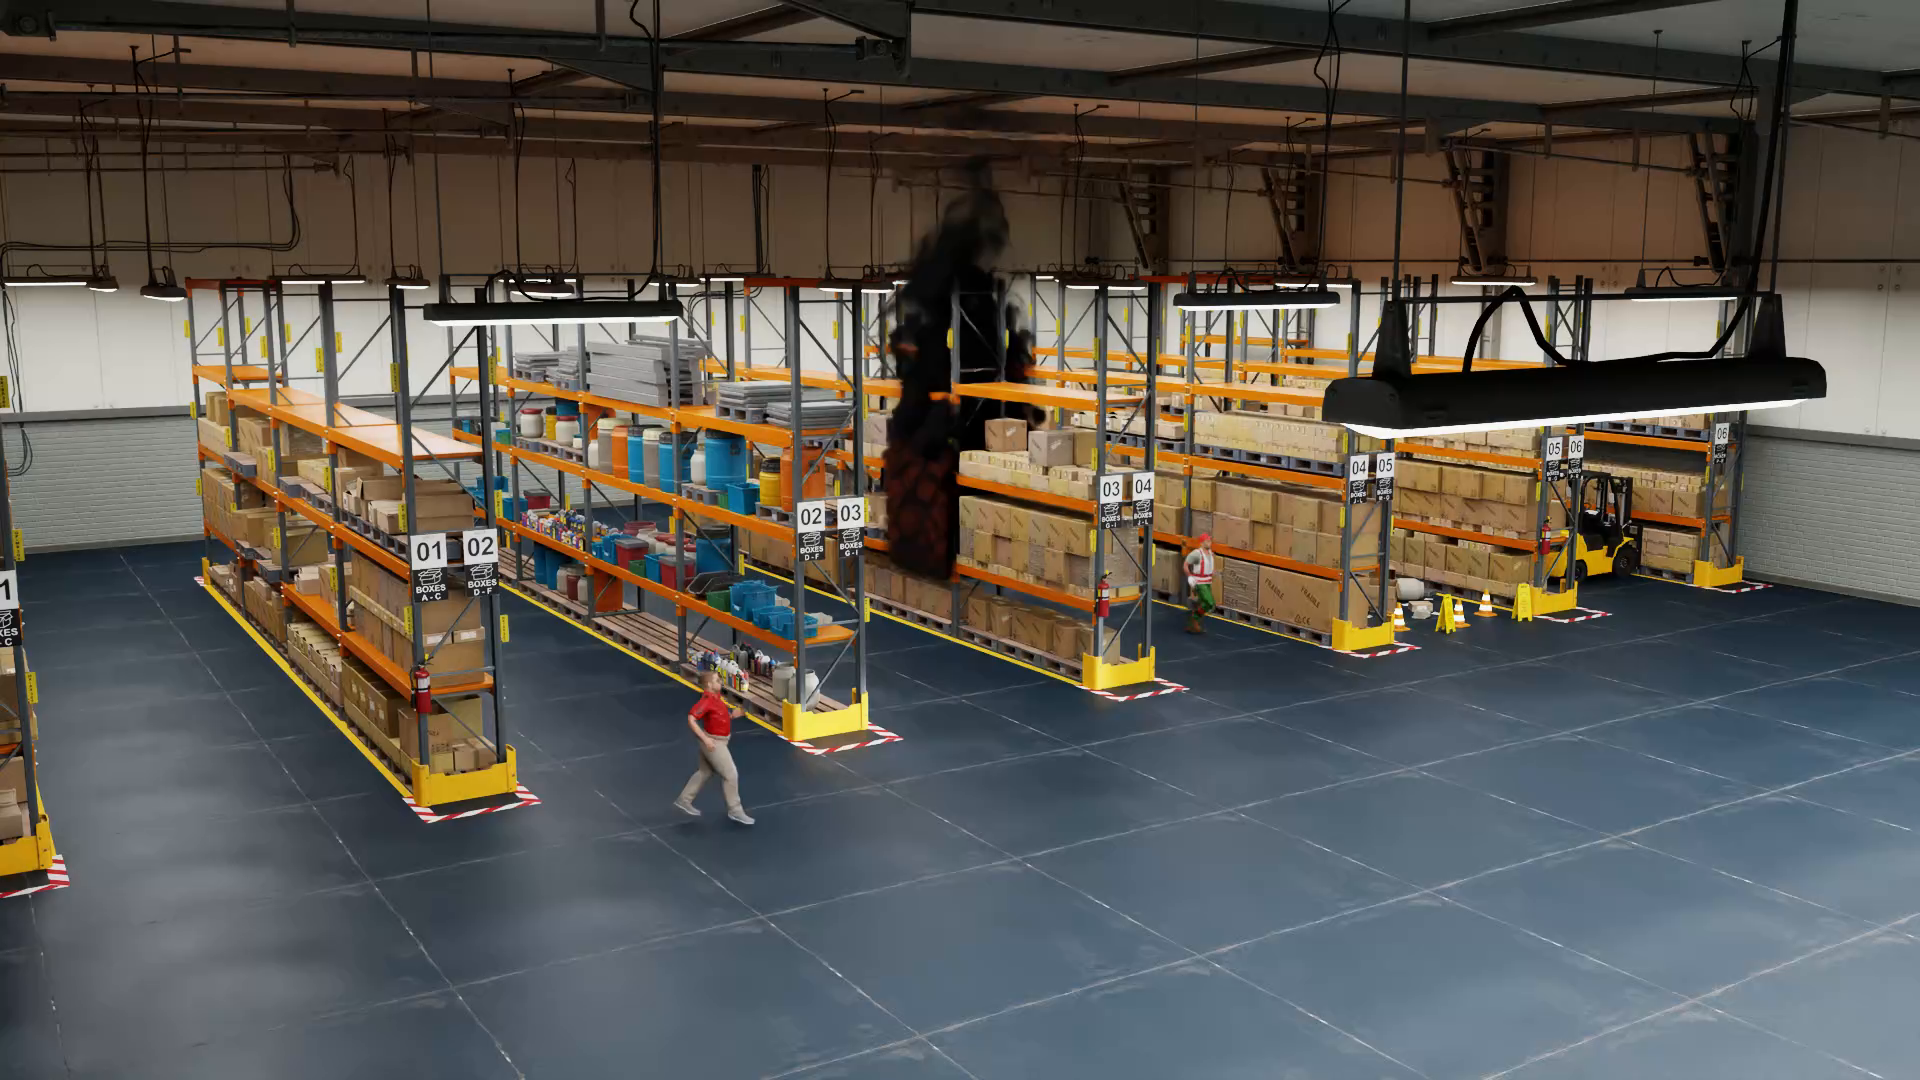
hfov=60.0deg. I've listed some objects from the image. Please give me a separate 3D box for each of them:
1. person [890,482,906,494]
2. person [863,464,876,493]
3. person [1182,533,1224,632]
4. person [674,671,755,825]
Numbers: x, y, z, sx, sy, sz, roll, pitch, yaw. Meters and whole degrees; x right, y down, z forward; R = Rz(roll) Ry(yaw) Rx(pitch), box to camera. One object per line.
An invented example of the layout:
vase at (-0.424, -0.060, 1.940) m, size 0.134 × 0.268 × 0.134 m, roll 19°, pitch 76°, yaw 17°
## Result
person at (-1.540, -1.453, 42.015) m, size 0.525 × 1.528 × 0.554 m, roll 1°, pitch 10°, yaw 7°
person at (-2.249, -0.918, 38.380) m, size 0.670 × 1.725 × 0.888 m, roll -6°, pitch 11°, yaw -31°
person at (4.157, 0.736, 28.334) m, size 0.696 × 1.723 × 0.582 m, roll 9°, pitch 13°, yaw 43°
person at (-2.785, 2.349, 18.800) m, size 0.888 × 1.767 × 0.649 m, roll -1°, pitch 10°, yaw -9°
